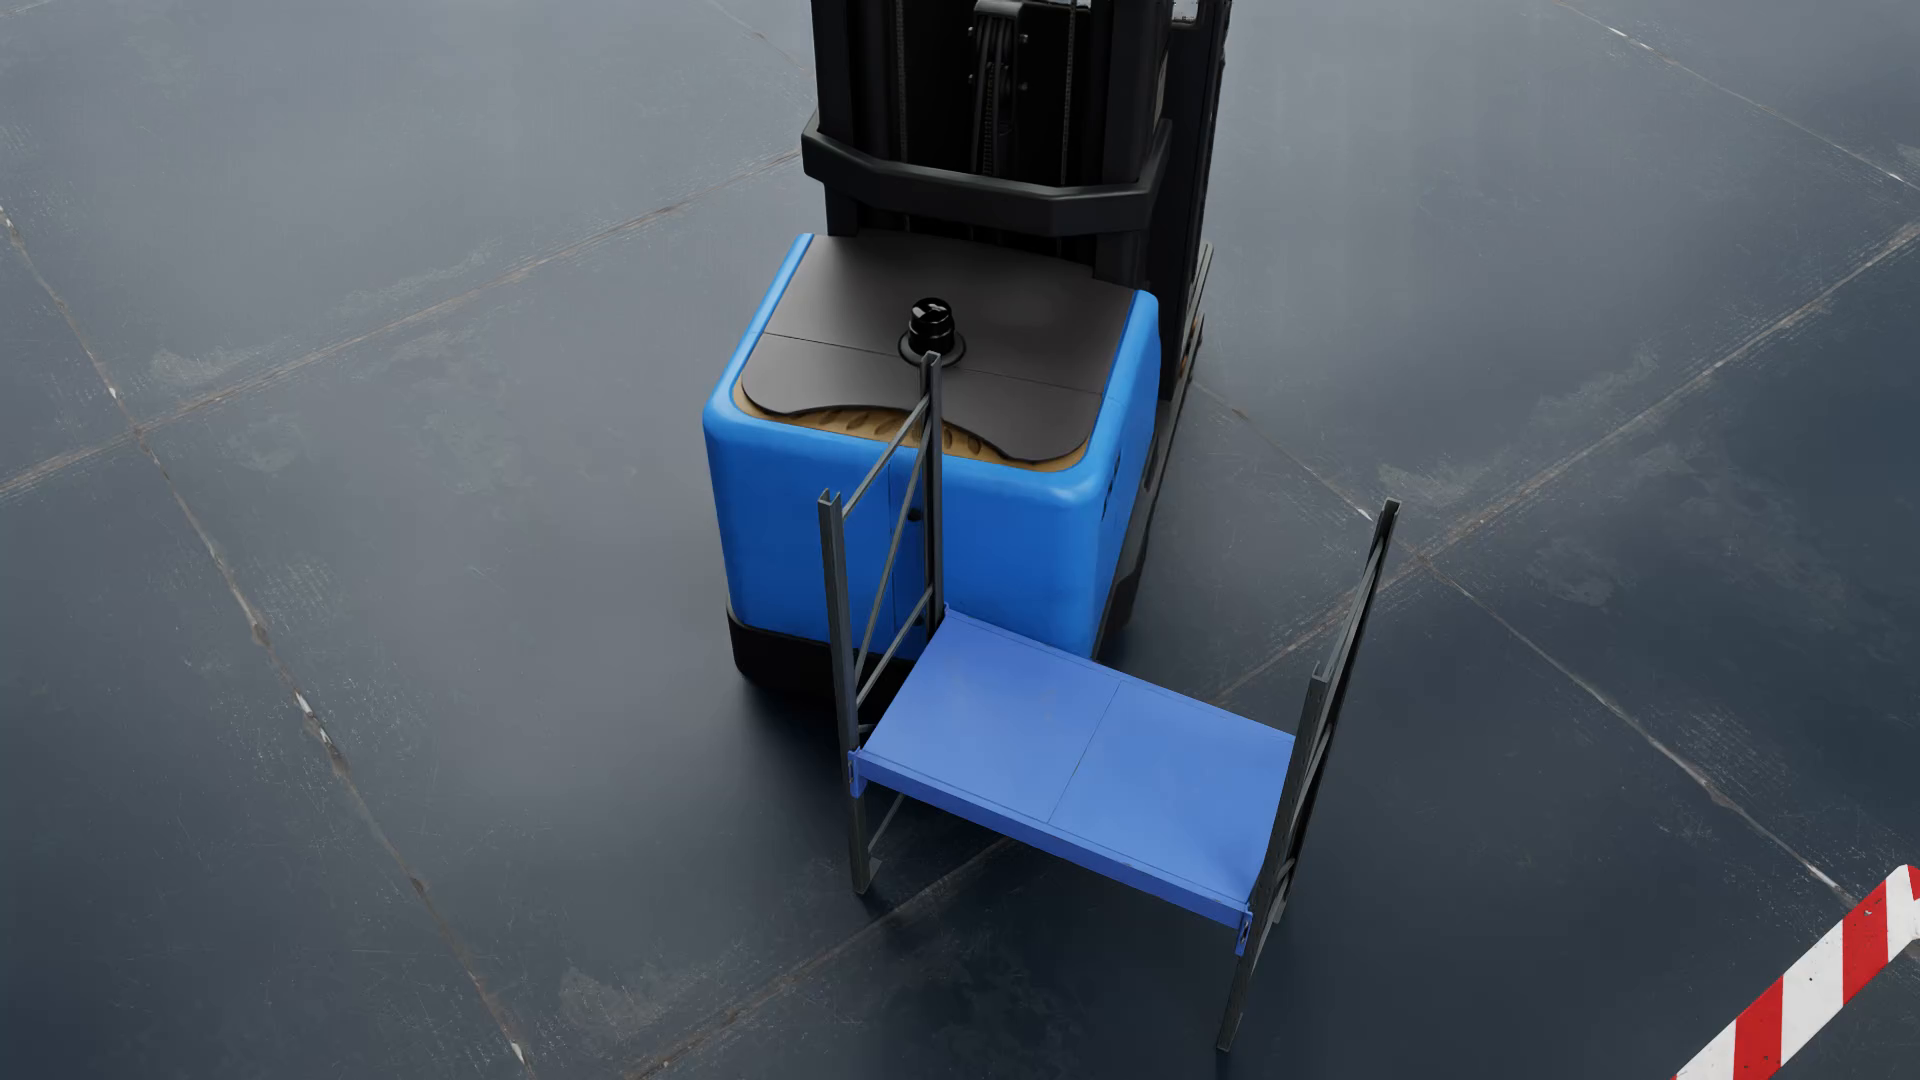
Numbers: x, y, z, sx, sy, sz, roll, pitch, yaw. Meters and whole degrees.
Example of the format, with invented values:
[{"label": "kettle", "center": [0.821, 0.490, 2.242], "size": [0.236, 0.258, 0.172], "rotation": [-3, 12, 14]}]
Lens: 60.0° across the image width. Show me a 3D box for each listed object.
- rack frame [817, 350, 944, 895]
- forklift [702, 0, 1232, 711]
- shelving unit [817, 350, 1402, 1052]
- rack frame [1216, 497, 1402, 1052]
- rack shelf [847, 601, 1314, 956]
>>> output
[{"label": "rack frame", "center": [-0.162, 0.264, 3.998], "size": [0.032, 1.500, 0.500], "rotation": [19, 51, 17]}, {"label": "forklift", "center": [0.222, -1.527, 4.656], "size": [1.130, 2.935, 3.031], "rotation": [11, 49, 10]}, {"label": "shelving unit", "center": [0.296, 0.427, 3.851], "size": [1.048, 1.500, 0.538], "rotation": [19, 51, 17]}, {"label": "rack frame", "center": [0.755, 0.589, 3.704], "size": [0.032, 1.500, 0.500], "rotation": [19, 51, 17]}, {"label": "rack shelf", "center": [0.296, 0.548, 3.984], "size": [1.000, 0.185, 0.538], "rotation": [19, 51, 17]}]
